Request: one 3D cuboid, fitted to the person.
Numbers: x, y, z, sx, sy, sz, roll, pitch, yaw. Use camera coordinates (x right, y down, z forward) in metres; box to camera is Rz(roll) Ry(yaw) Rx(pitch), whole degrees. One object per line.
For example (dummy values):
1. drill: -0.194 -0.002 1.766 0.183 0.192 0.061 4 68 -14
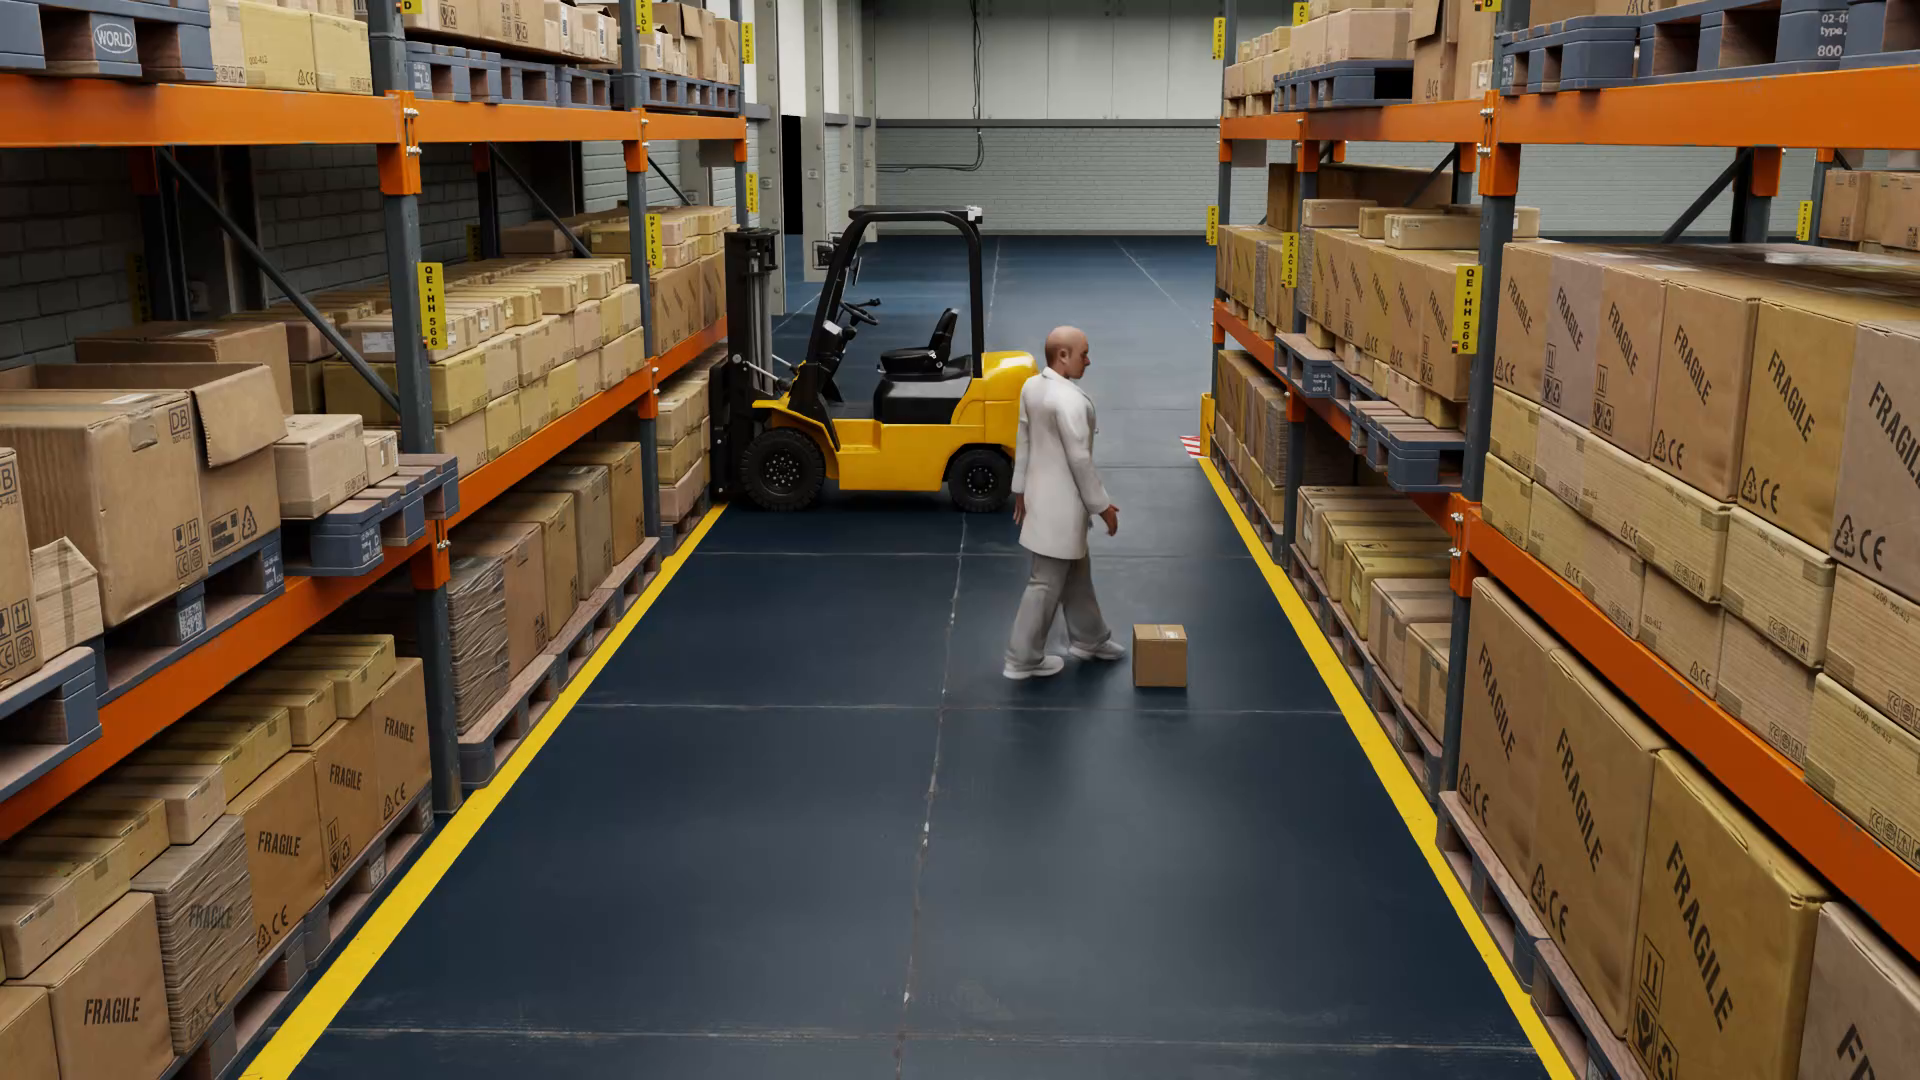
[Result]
1. person: 0.580 -0.172 8.242 0.774 1.786 0.629 -4 14 -17
